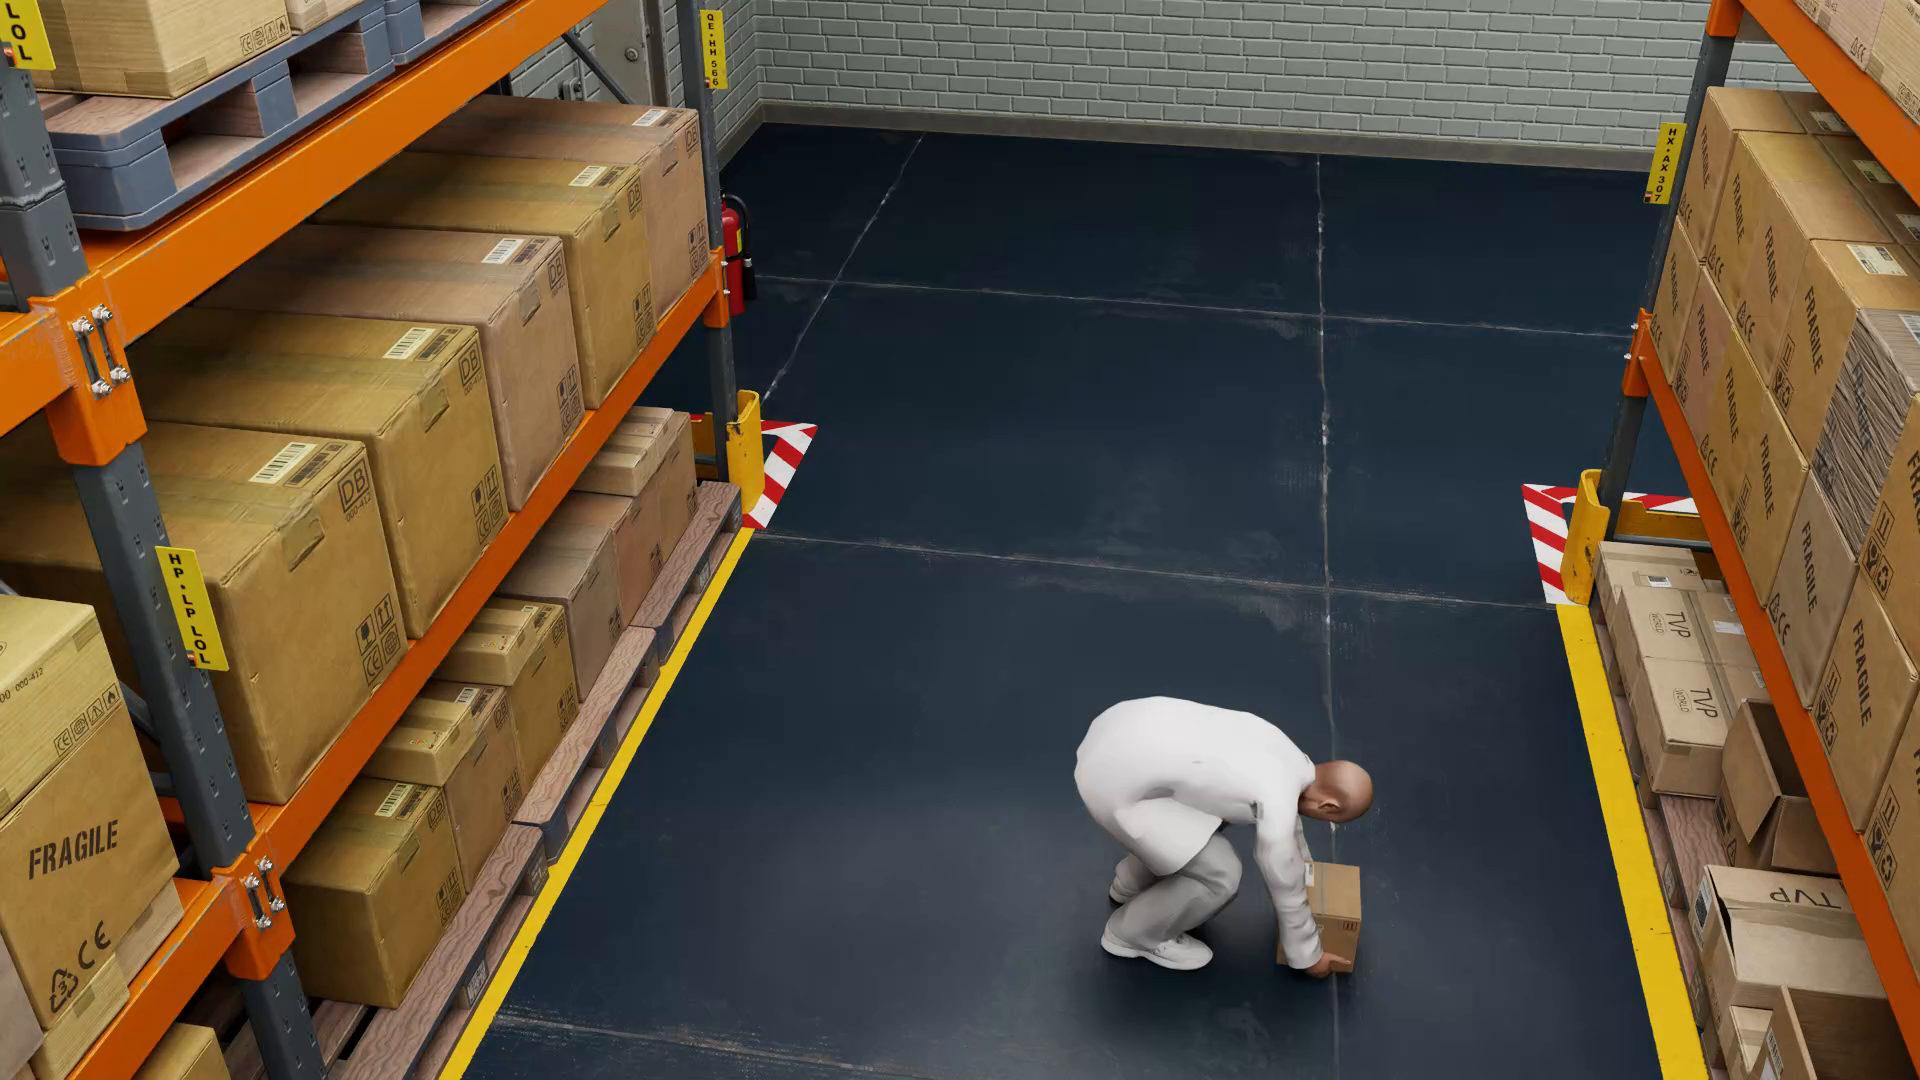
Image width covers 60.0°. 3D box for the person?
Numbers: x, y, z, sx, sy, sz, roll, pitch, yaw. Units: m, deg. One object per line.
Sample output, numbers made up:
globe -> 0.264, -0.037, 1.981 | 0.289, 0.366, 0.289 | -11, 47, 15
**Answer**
person -> 0.845, 0.950, 5.442 | 0.954, 0.933, 0.595 | 4, 32, 6
